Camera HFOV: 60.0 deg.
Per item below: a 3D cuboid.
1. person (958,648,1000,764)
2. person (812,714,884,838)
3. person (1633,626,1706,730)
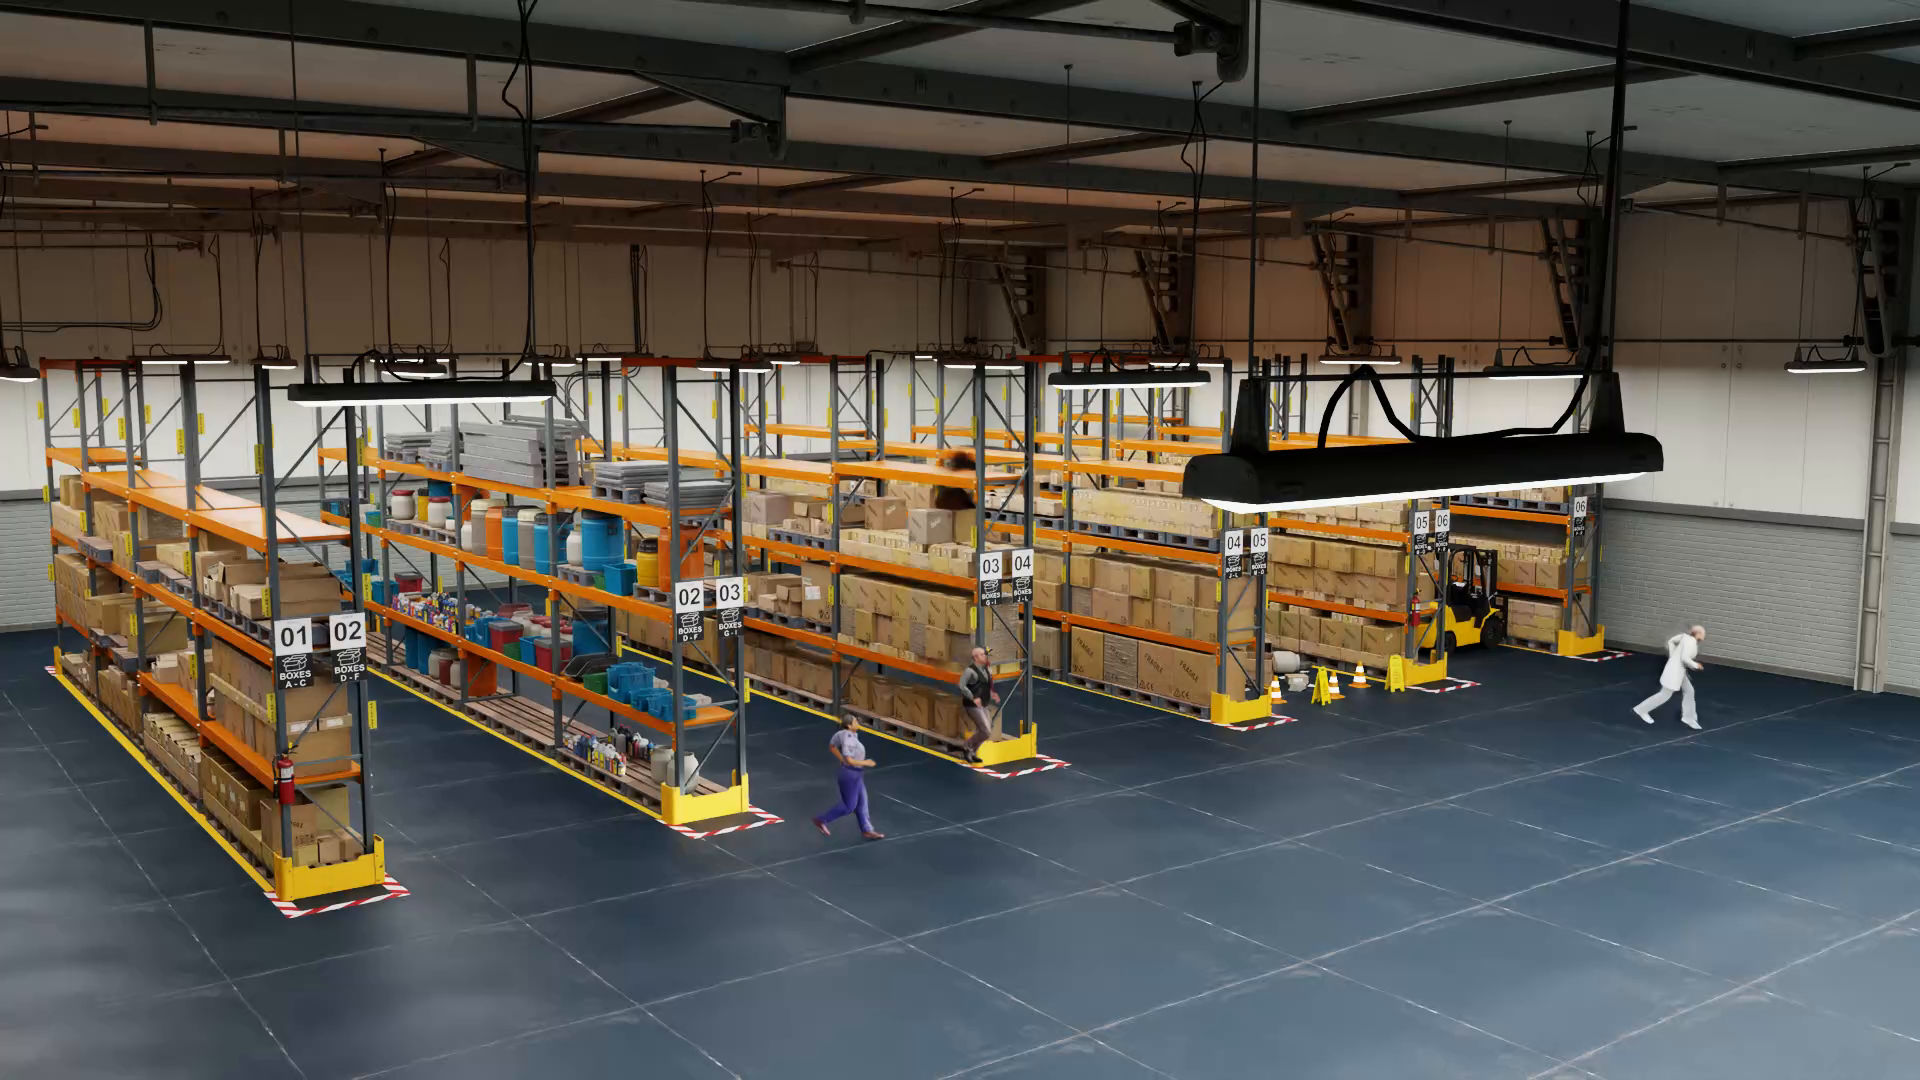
[{"bbox_3d":[0.276,2.376,23.790,0.525,1.681,0.638,4,8,28],"label":"person"},{"bbox_3d":[-1.416,3.011,21.012,0.918,1.633,0.610,-1,7,-9],"label":"person"},{"bbox_3d":[11.640,2.246,27.258,1.083,1.742,0.754,2,7,13],"label":"person"}]
